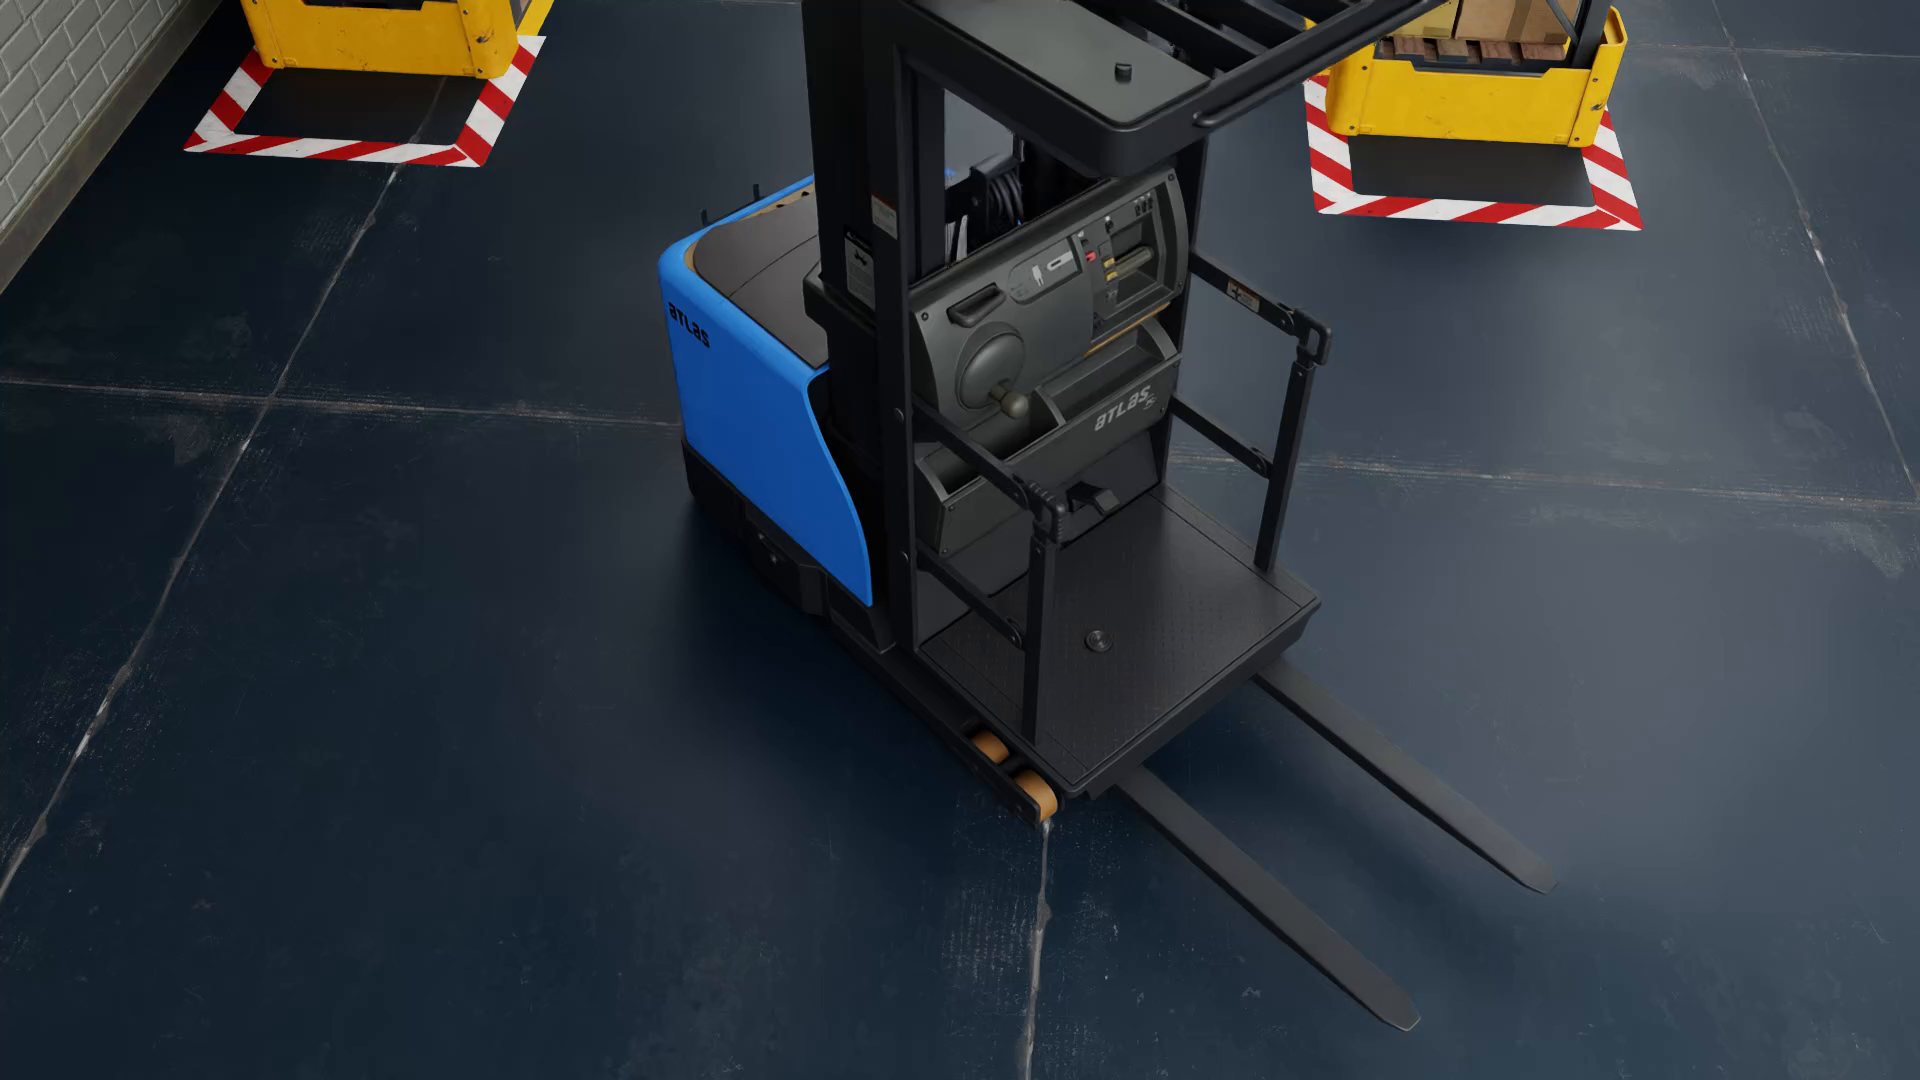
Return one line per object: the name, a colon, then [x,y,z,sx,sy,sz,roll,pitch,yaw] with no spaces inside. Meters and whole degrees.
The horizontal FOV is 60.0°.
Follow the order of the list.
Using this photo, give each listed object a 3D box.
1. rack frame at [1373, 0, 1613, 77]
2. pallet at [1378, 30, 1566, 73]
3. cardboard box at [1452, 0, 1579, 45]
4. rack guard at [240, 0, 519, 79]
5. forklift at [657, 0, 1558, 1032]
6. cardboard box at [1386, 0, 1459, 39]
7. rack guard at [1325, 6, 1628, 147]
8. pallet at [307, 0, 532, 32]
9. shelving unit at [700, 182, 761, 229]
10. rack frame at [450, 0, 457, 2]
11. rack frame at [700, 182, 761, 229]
rack frame: [2.241,-2.924,6.391,1.000,3.000,0.127,4,48,4]
pallet: [2.269,-2.547,7.937,1.003,0.211,1.213,4,48,4]
cardboard box: [2.511,-2.516,7.598,0.500,0.250,0.500,4,48,4]
rack guard: [-2.686,-2.466,7.667,1.175,0.500,0.348,4,48,4]
forklift: [0.401,-0.569,4.285,1.130,2.935,3.031,-33,56,-27]
cardboard box: [1.995,-2.551,7.629,0.500,0.250,0.500,4,48,4]
rack guard: [2.239,-2.062,7.297,1.175,0.500,0.348,4,48,4]
pallet: [-2.576,-2.963,8.317,1.003,0.211,1.213,4,48,4]
shelving unit: [-0.695,-0.787,5.855,0.258,0.900,0.210,-34,54,-27]
rack frame: [-2.693,-3.254,6.693,1.000,3.000,0.127,4,48,4]
rack frame: [-0.763,-0.840,5.908,0.240,0.900,0.006,-34,54,-27]
